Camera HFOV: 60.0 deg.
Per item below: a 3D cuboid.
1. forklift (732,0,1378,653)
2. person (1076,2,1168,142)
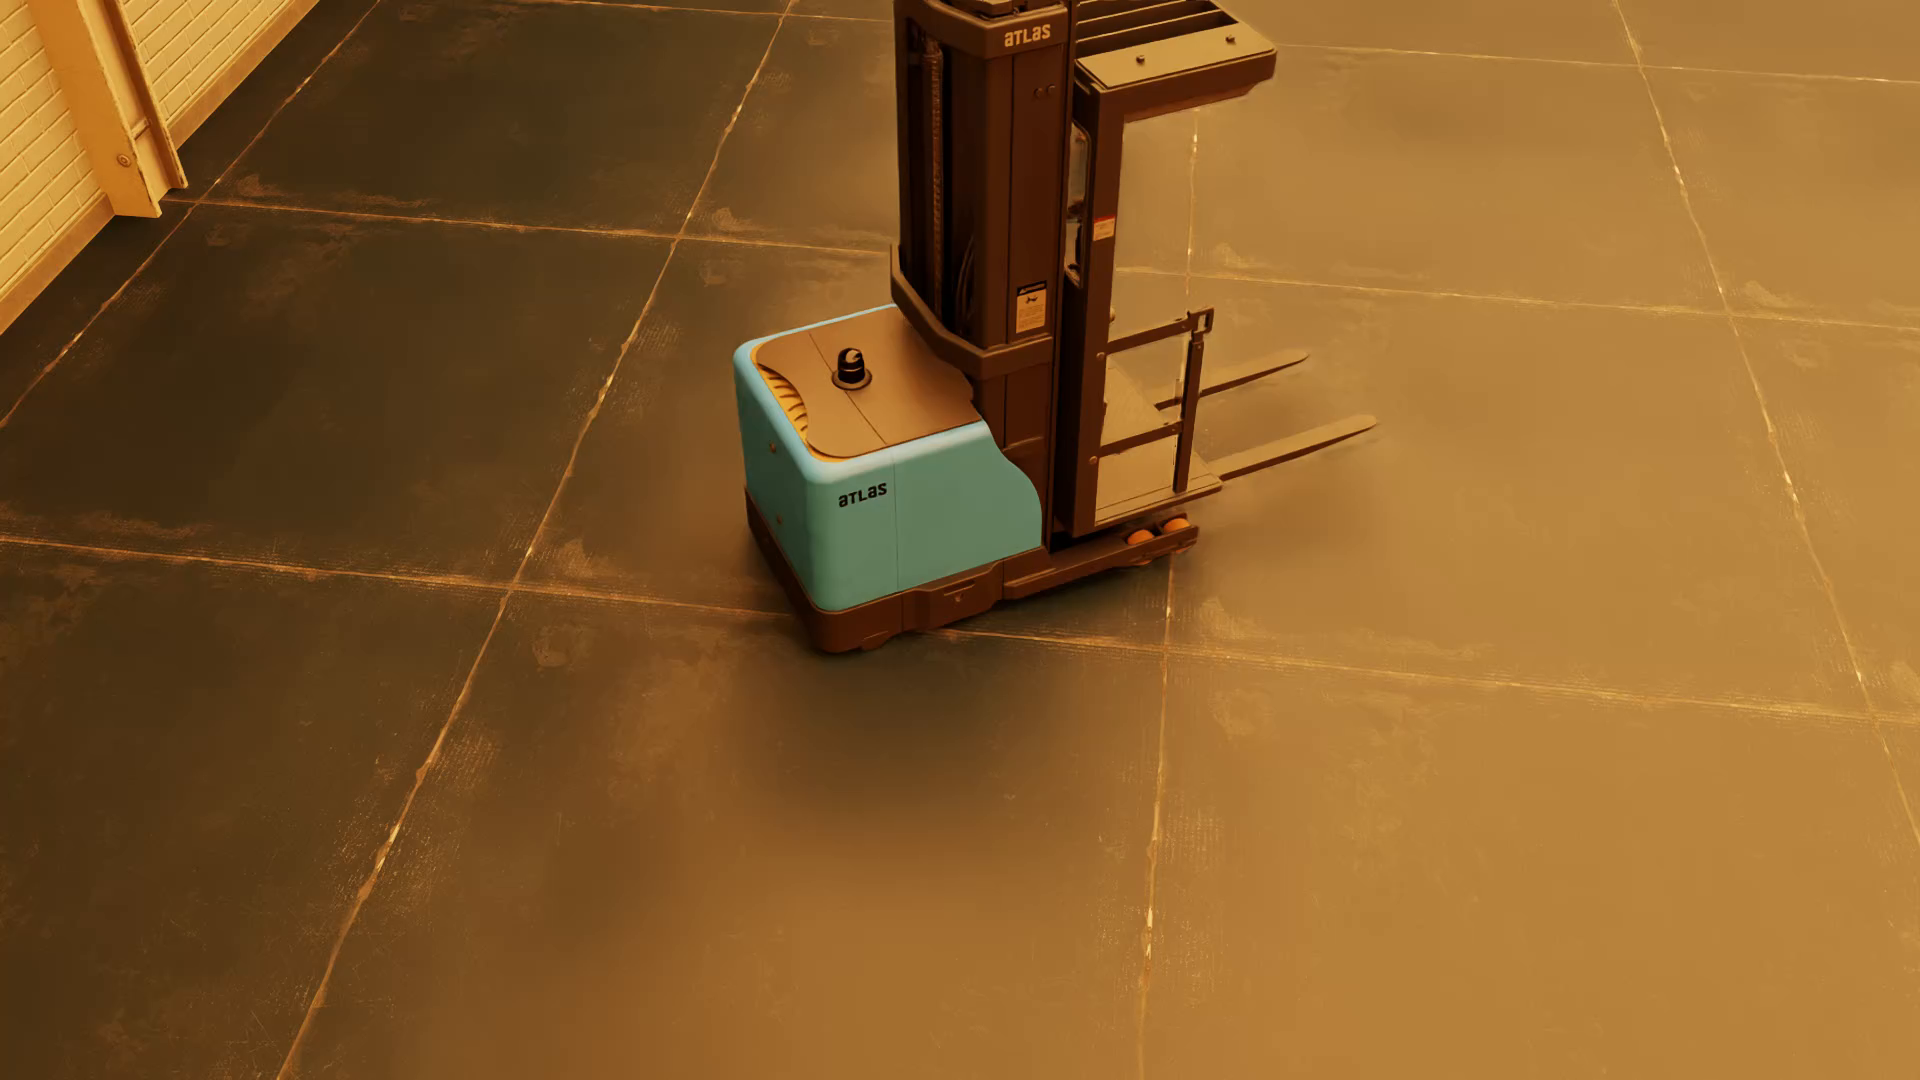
[{"bbox_3d":[0.553,-1.267,7.104,3.031,2.935,1.130,-18,45,-18],"label":"forklift"},{"bbox_3d":[0.918,-3.144,10.100,0.673,1.650,0.459,-5,43,-6],"label":"person"}]
